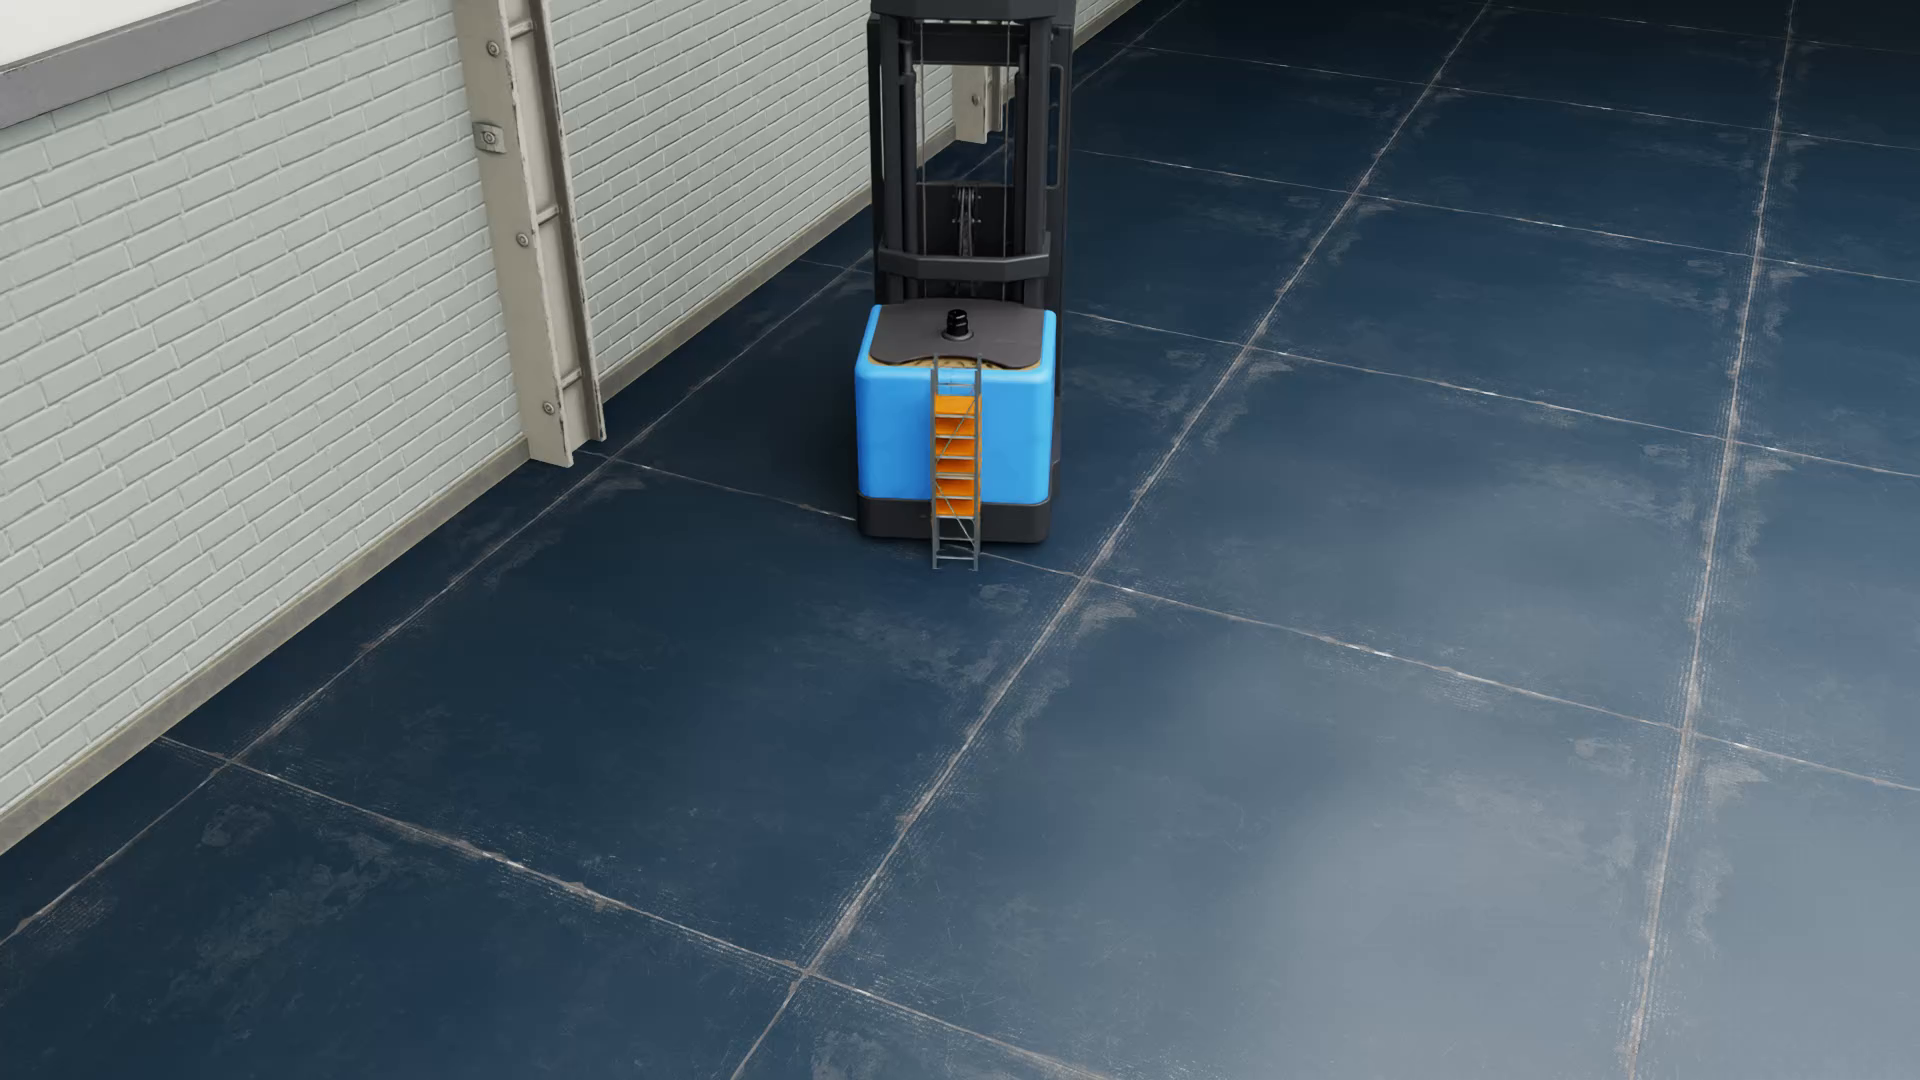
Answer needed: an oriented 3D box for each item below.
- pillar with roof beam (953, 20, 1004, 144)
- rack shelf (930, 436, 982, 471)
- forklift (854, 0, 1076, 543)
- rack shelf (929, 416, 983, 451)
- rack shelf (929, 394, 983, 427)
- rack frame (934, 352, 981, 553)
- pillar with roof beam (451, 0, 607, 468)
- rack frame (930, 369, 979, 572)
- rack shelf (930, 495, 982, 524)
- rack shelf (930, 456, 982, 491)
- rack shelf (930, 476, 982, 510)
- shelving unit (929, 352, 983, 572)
[{"bbox_3d":[4.064,-6.321,10.552,9.100,9.000,0.400,14,36,20],"label":"pillar with roof beam"},{"bbox_3d":[-0.019,-0.452,8.575,0.258,0.103,0.180,2,33,4],"label":"rack shelf"},{"bbox_3d":[0.073,-1.996,9.489,1.130,2.935,3.031,2,33,4],"label":"forklift"},{"bbox_3d":[-0.019,-0.552,8.510,0.258,0.103,0.180,2,33,4],"label":"rack shelf"},{"bbox_3d":[-0.019,-0.653,8.444,0.258,0.103,0.180,2,33,4],"label":"rack shelf"},{"bbox_3d":[-0.012,-0.439,8.693,0.240,1.200,0.006,2,33,4],"label":"rack frame"},{"bbox_3d":[1.553,-3.333,5.995,9.100,9.000,0.400,14,36,20],"label":"pillar with roof beam"},{"bbox_3d":[-0.026,-0.339,8.541,0.240,1.200,0.006,2,33,4],"label":"rack frame"},{"bbox_3d":[-0.019,-0.151,8.773,0.258,0.103,0.180,2,33,4],"label":"rack shelf"},{"bbox_3d":[-0.019,-0.351,8.641,0.258,0.103,0.180,2,33,4],"label":"rack shelf"},{"bbox_3d":[-0.019,-0.251,8.707,0.258,0.103,0.180,2,33,4],"label":"rack shelf"},{"bbox_3d":[-0.019,-0.389,8.617,0.258,1.200,0.189,2,33,4],"label":"shelving unit"}]
